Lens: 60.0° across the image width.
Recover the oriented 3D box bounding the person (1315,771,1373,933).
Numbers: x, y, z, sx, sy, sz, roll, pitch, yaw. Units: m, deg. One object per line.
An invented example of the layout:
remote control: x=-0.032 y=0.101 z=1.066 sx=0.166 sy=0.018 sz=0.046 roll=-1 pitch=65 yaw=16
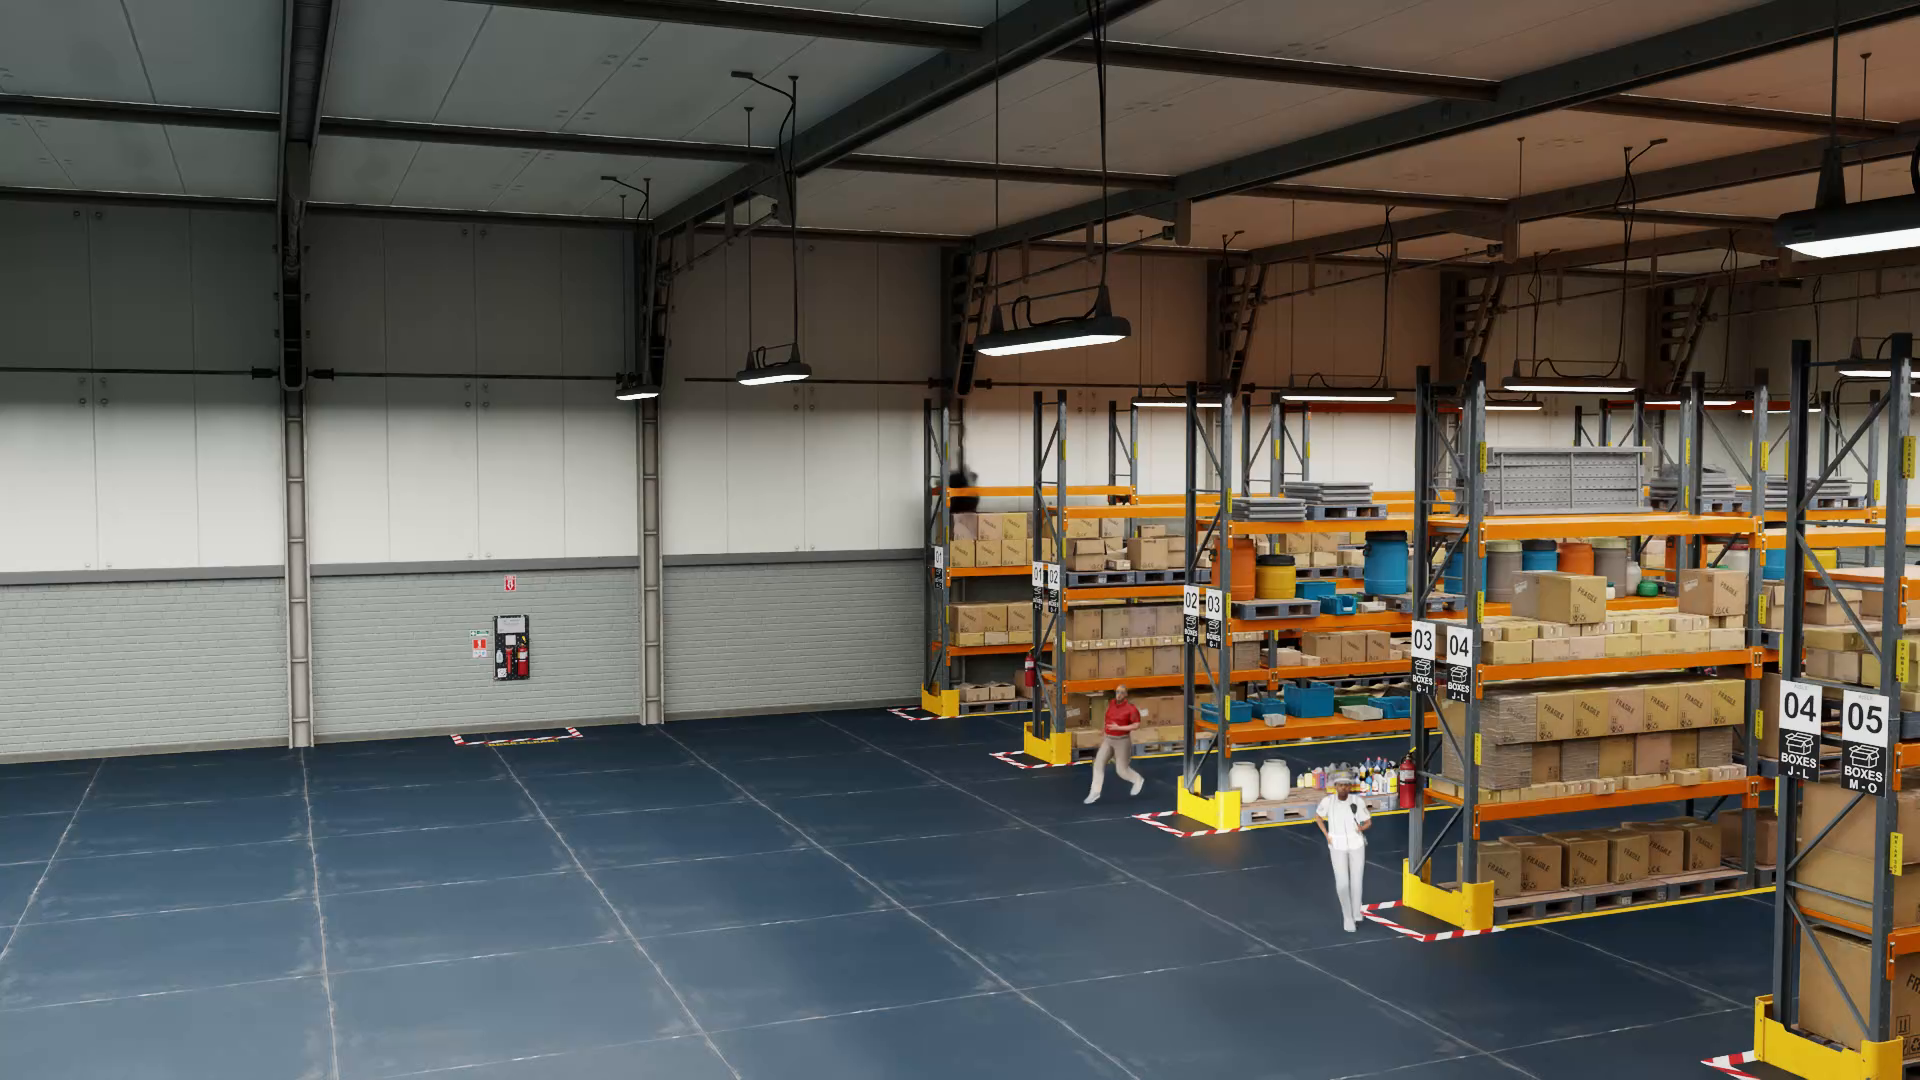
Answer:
person: x=4.077 y=3.298 z=17.640 sx=0.579 sy=1.734 sz=0.694 roll=0 pitch=3 yaw=5

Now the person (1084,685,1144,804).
person: x=2.296 y=2.930 z=23.905 sx=0.685 sy=1.715 sz=0.927 roll=3 pitch=5 yaw=44
